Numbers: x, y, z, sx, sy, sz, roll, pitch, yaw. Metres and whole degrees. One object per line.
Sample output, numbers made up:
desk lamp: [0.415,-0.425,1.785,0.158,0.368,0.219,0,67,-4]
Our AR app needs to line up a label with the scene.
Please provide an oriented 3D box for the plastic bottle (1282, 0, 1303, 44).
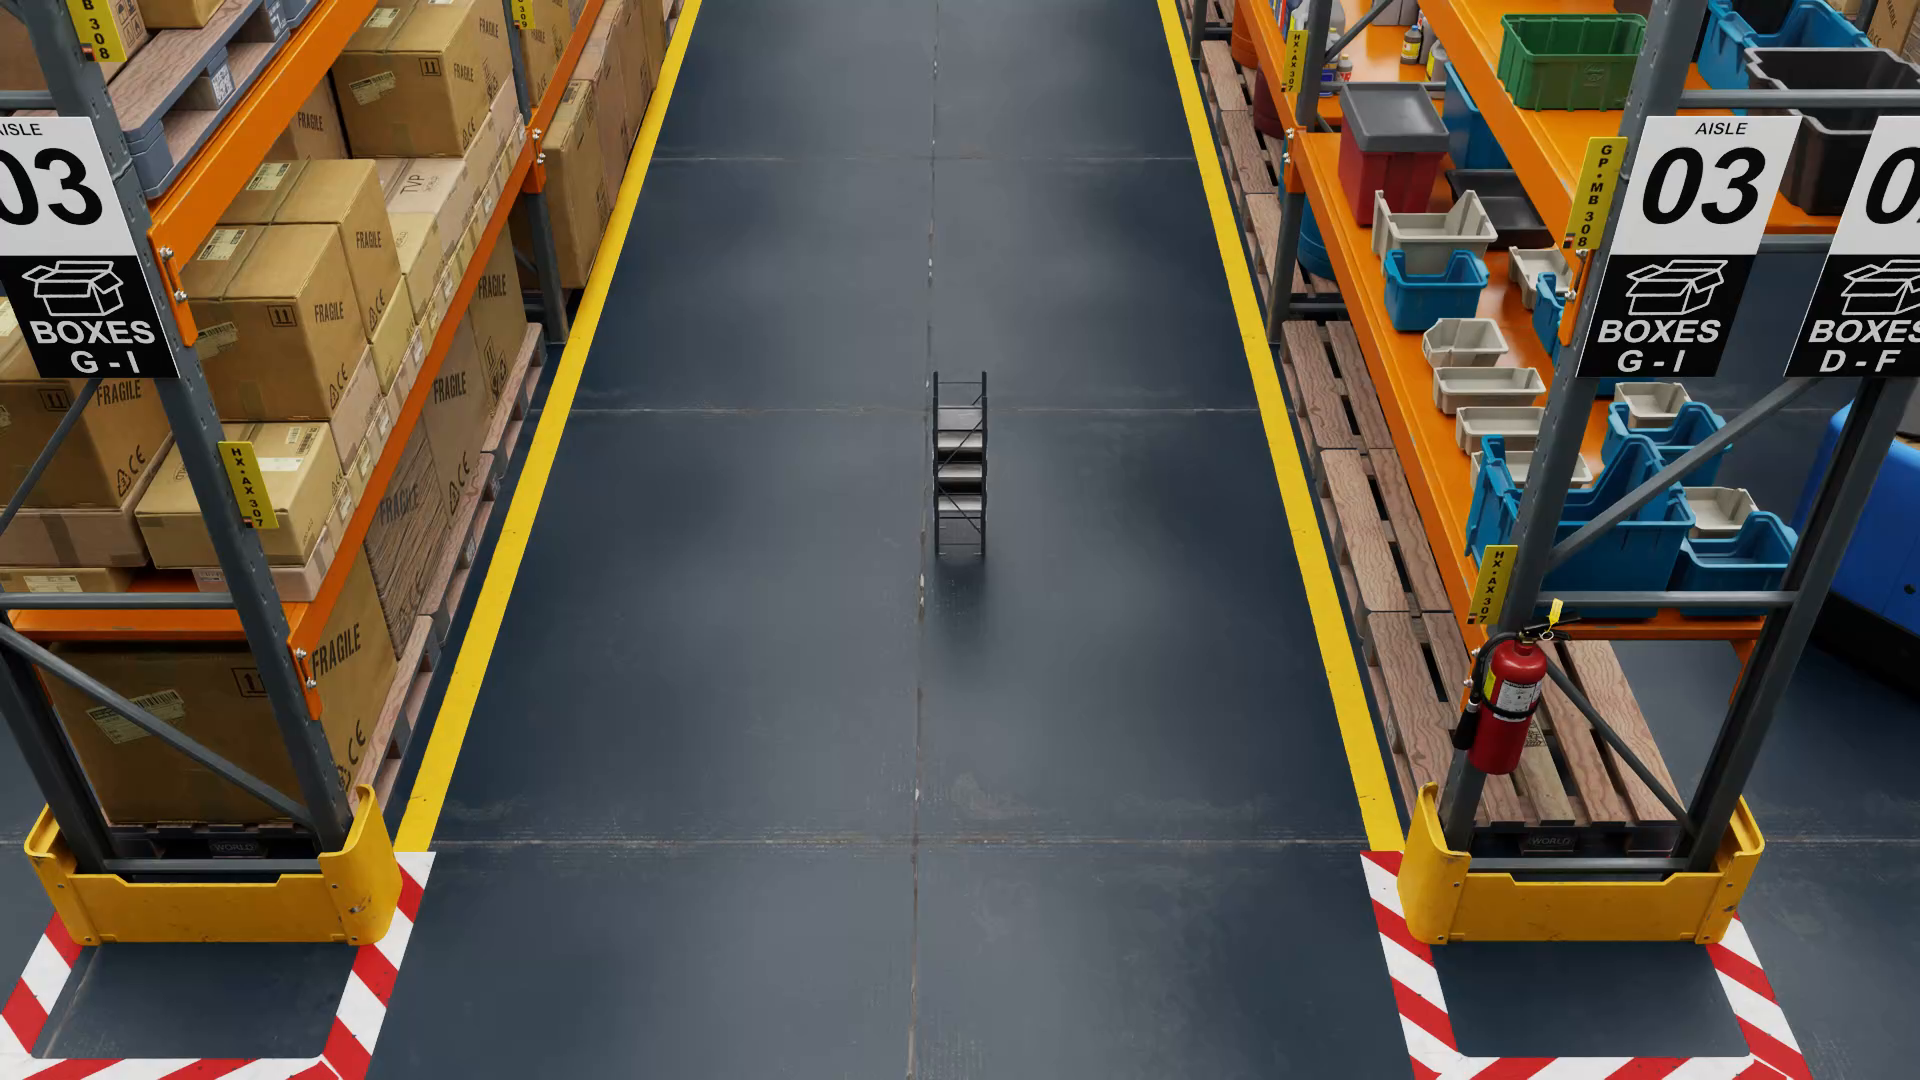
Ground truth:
plastic bottle: [1.907,-2.974,9.347,0.144,0.351,0.185,0,39,0]

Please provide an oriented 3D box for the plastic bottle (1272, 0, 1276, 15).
plastic bottle: [1.883,-3.172,9.714,0.097,0.201,0.097,0,39,0]

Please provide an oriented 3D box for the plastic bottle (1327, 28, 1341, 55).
plastic bottle: [2.036,-2.712,9.140,0.097,0.201,0.097,0,39,0]

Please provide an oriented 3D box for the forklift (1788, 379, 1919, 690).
forklift: [5.076,-1.185,7.131,3.031,2.935,1.130,-28,46,-30]

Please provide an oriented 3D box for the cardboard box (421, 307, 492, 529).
cardboard box: [-2.795,-0.659,7.782,0.875,0.875,0.875,0,39,0]

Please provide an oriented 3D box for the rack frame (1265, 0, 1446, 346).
rack frame: [2.236,-2.303,8.471,1.000,3.000,0.127,0,39,0]

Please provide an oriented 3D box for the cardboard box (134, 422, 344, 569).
cardboard box: [-2.443,-0.156,5.674,0.500,0.250,0.500,-1,39,-1]

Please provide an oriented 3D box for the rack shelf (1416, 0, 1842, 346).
rack shelf: [2.238,-1.942,6.197,1.077,0.370,4.000,0,39,0]

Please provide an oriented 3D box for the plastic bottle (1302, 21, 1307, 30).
plastic bottle: [1.866,-2.648,8.995,0.061,0.283,0.133,0,39,0]

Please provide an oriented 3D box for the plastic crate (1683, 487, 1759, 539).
plastic crate: [2.652,-0.077,5.856,0.250,0.136,0.298,0,39,0]

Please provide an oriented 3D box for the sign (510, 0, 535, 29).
sign: [-2.162,-2.670,8.173,0.100,0.325,0.005,0,39,0]

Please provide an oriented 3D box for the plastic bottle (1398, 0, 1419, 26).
plastic bottle: [2.615,-3.123,9.594,0.152,0.276,0.135,0,39,0]

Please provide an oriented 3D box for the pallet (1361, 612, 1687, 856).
pallet: [2.278,0.771,6.865,1.003,0.211,1.213,0,39,0]

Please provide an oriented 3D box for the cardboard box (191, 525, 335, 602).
cardboard box: [-2.383,0.078,5.701,0.380,0.149,0.250,0,39,0]

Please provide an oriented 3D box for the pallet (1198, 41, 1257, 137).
pallet: [2.274,-3.223,11.849,1.003,0.211,1.213,0,39,0]

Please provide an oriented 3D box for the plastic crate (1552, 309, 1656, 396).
plastic crate: [2.568,-0.738,6.603,0.416,0.233,0.300,0,39,0]

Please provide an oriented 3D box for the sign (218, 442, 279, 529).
sign: [-2.158,-0.163,5.045,0.100,0.325,0.005,0,39,0]

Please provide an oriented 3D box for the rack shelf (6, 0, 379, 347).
rack shelf: [-2.715,-1.939,6.193,1.077,0.370,4.000,0,39,0]

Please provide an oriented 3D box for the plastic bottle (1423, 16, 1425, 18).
plastic bottle: [2.643,-2.878,9.346,0.097,0.201,0.097,0,39,0]

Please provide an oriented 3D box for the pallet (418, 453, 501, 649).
pallet: [-2.790,0.029,7.790,1.003,0.211,1.213,0,39,0]

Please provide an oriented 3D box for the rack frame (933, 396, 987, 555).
rack frame: [0.000,-0.282,7.628,0.240,0.900,0.006,0,39,0]

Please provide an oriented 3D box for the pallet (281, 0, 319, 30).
pallet: [-2.728,-2.163,5.968,1.003,0.211,1.213,0,39,0]

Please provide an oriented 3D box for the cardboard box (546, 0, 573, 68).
cardboard box: [-2.469,-2.941,9.187,0.500,0.500,0.500,0,39,0]

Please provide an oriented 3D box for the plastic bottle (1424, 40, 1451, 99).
plastic bottle: [2.559,-2.529,8.793,0.144,0.351,0.185,0,39,0]

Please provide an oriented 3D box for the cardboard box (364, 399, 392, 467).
cardboard box: [-2.387,-0.406,6.304,0.380,0.149,0.250,-1,39,-1]

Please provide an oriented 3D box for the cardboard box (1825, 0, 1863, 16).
cardboard box: [6.940,-4.225,12.733,0.500,0.250,0.500,1,39,1]

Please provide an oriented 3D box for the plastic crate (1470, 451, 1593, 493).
plastic crate: [2.058,-0.232,6.049,0.396,0.136,0.243,0,39,0]

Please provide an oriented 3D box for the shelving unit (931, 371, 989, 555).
shelving unit: [0.000,-0.346,7.708,0.258,0.900,0.210,0,39,0]

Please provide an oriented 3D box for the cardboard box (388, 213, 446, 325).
cardboard box: [-2.453,-1.122,6.879,0.500,0.250,0.500,-1,39,-1]

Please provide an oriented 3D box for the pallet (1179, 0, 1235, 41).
pallet: [2.269,-4.201,13.069,1.003,0.211,1.213,0,39,0]

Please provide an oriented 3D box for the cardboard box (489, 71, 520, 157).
cardboard box: [-2.454,-2.081,8.076,0.500,0.250,0.500,-1,39,-1]

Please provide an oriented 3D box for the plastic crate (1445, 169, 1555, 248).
plastic crate: [2.506,-1.519,7.665,0.437,0.125,0.590,0,39,0]

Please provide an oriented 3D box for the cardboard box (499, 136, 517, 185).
cardboard box: [-2.389,-1.850,8.106,0.380,0.149,0.250,1,39,1]

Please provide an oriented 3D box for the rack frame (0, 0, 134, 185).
rack frame: [-2.713,-2.139,3.469,1.000,3.000,0.127,0,39,0]

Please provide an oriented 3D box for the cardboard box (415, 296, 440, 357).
cardboard box: [-2.386,-0.884,6.901,0.380,0.149,0.250,-1,39,-1]

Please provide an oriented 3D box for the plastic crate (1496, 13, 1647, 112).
plastic crate: [1.954,-1.506,5.247,0.450,0.188,0.336,0,39,0]

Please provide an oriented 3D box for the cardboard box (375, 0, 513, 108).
cardboard box: [-2.449,-2.362,7.827,0.500,0.500,0.500,1,39,1]

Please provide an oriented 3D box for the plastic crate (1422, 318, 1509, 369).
plastic crate: [2.029,-0.773,6.724,0.298,0.136,0.250,0,39,0]

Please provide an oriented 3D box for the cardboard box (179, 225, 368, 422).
cardboard box: [-2.444,-0.761,5.829,0.500,0.500,0.500,-1,39,-1]

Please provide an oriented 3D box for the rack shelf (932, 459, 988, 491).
rack shelf: [0.000,-0.320,7.729,0.258,0.077,0.200,0,39,0]

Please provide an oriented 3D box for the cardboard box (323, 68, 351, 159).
cardboard box: [-2.979,-2.042,7.427,0.500,0.500,0.500,0,39,0]

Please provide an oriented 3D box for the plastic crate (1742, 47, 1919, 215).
plastic crate: [2.519,-1.162,4.753,0.497,0.269,0.590,0,39,0]

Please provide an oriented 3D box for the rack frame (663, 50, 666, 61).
rack frame: [-2.722,-4.801,11.588,1.000,3.000,0.127,0,39,0]

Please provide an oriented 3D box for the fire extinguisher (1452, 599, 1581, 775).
fire extinguisher: [1.786,0.469,5.372,0.296,0.674,0.183,0,39,0]

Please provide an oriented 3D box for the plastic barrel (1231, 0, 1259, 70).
plastic barrel: [2.249,-3.816,11.758,0.600,0.830,0.708,0,39,0]

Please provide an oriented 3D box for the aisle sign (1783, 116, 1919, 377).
aisle sign: [2.537,-0.771,4.481,0.394,0.787,0.004,0,39,0]

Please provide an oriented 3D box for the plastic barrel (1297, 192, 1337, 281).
plastic barrel: [2.252,-1.988,9.420,0.600,0.901,0.708,0,39,0]

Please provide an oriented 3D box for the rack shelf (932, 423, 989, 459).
rack shelf: [0.000,-0.461,7.616,0.258,0.077,0.200,0,39,0]

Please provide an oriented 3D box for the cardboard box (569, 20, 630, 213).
cardboard box: [-2.740,-2.593,10.196,1.225,0.875,0.875,-1,39,-2]

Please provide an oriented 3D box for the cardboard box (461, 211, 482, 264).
cardboard box: [-2.388,-1.367,7.504,0.380,0.149,0.250,1,39,1]
